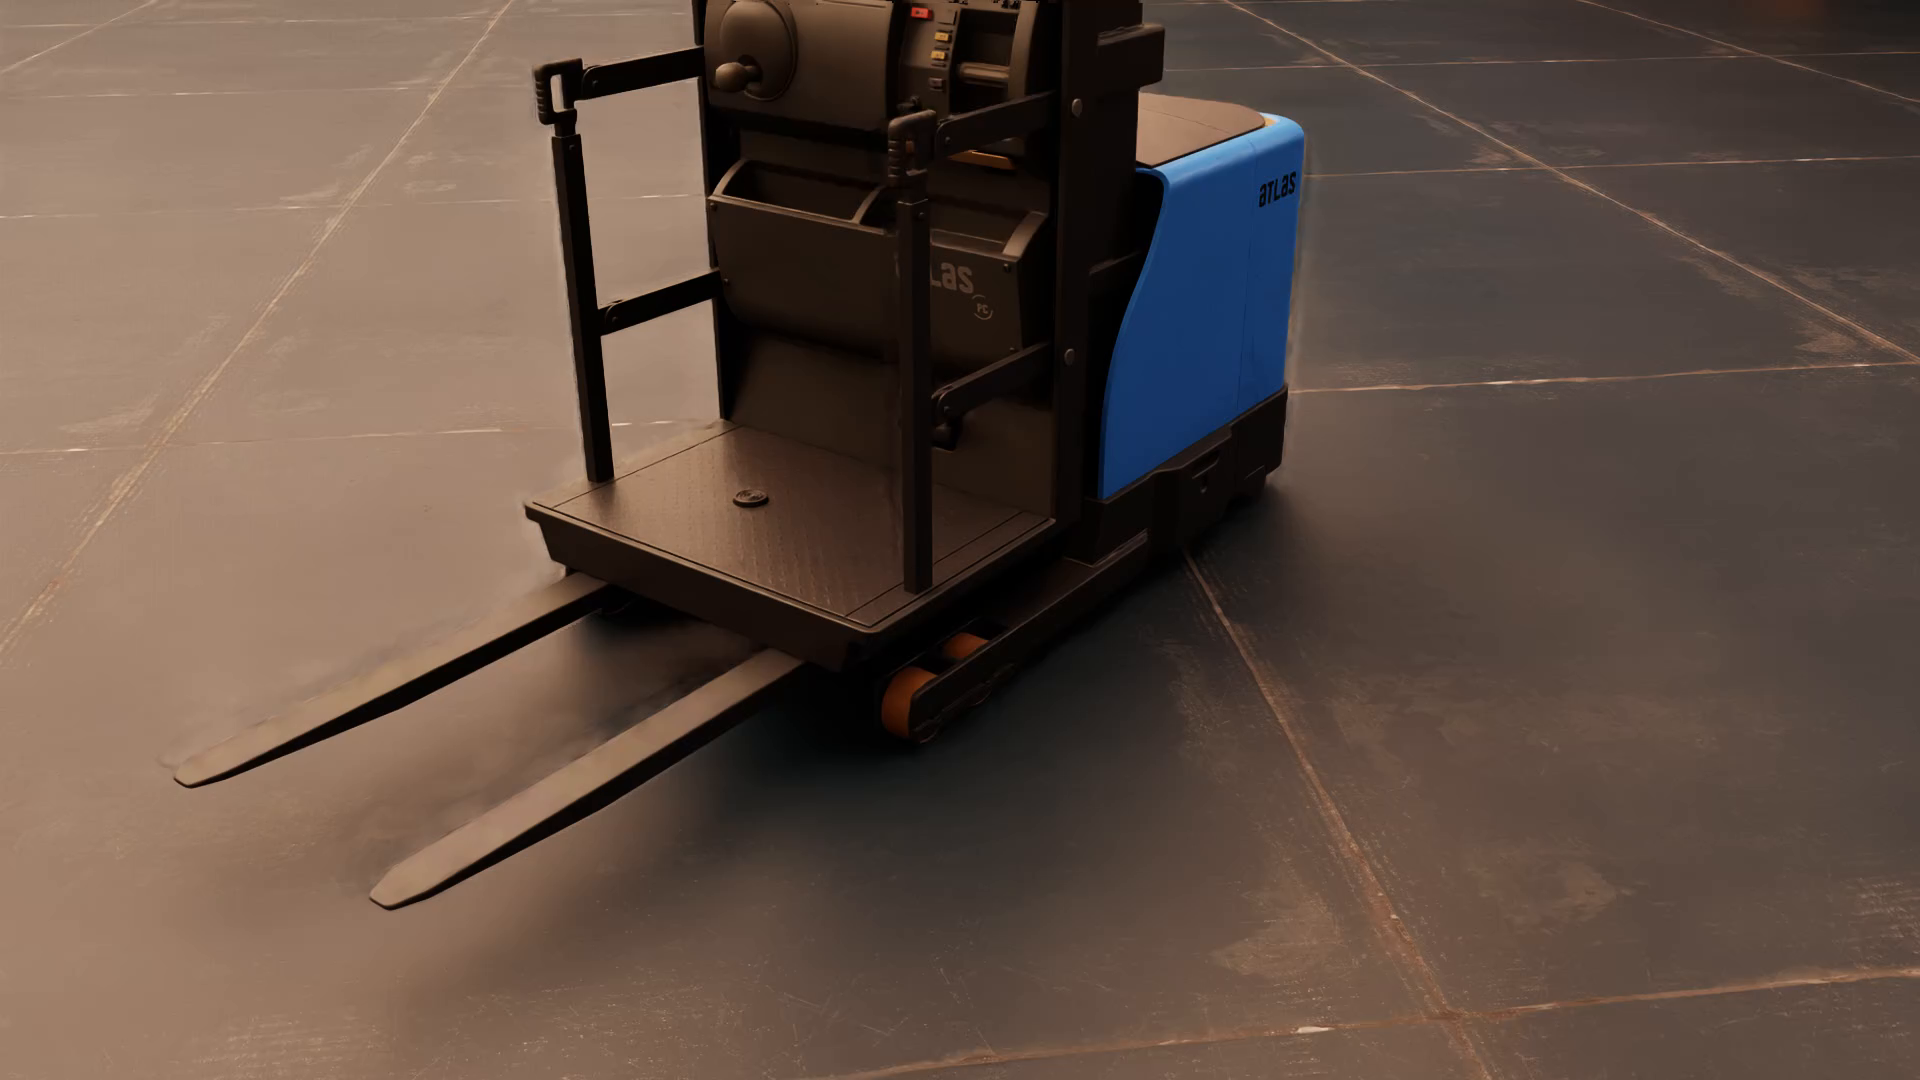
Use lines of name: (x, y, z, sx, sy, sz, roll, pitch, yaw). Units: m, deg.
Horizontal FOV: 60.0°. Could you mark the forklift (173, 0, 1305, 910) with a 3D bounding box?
forklift: (-0.330, -1.112, 3.537, 1.130, 2.935, 3.031, 18, 31, 32)
